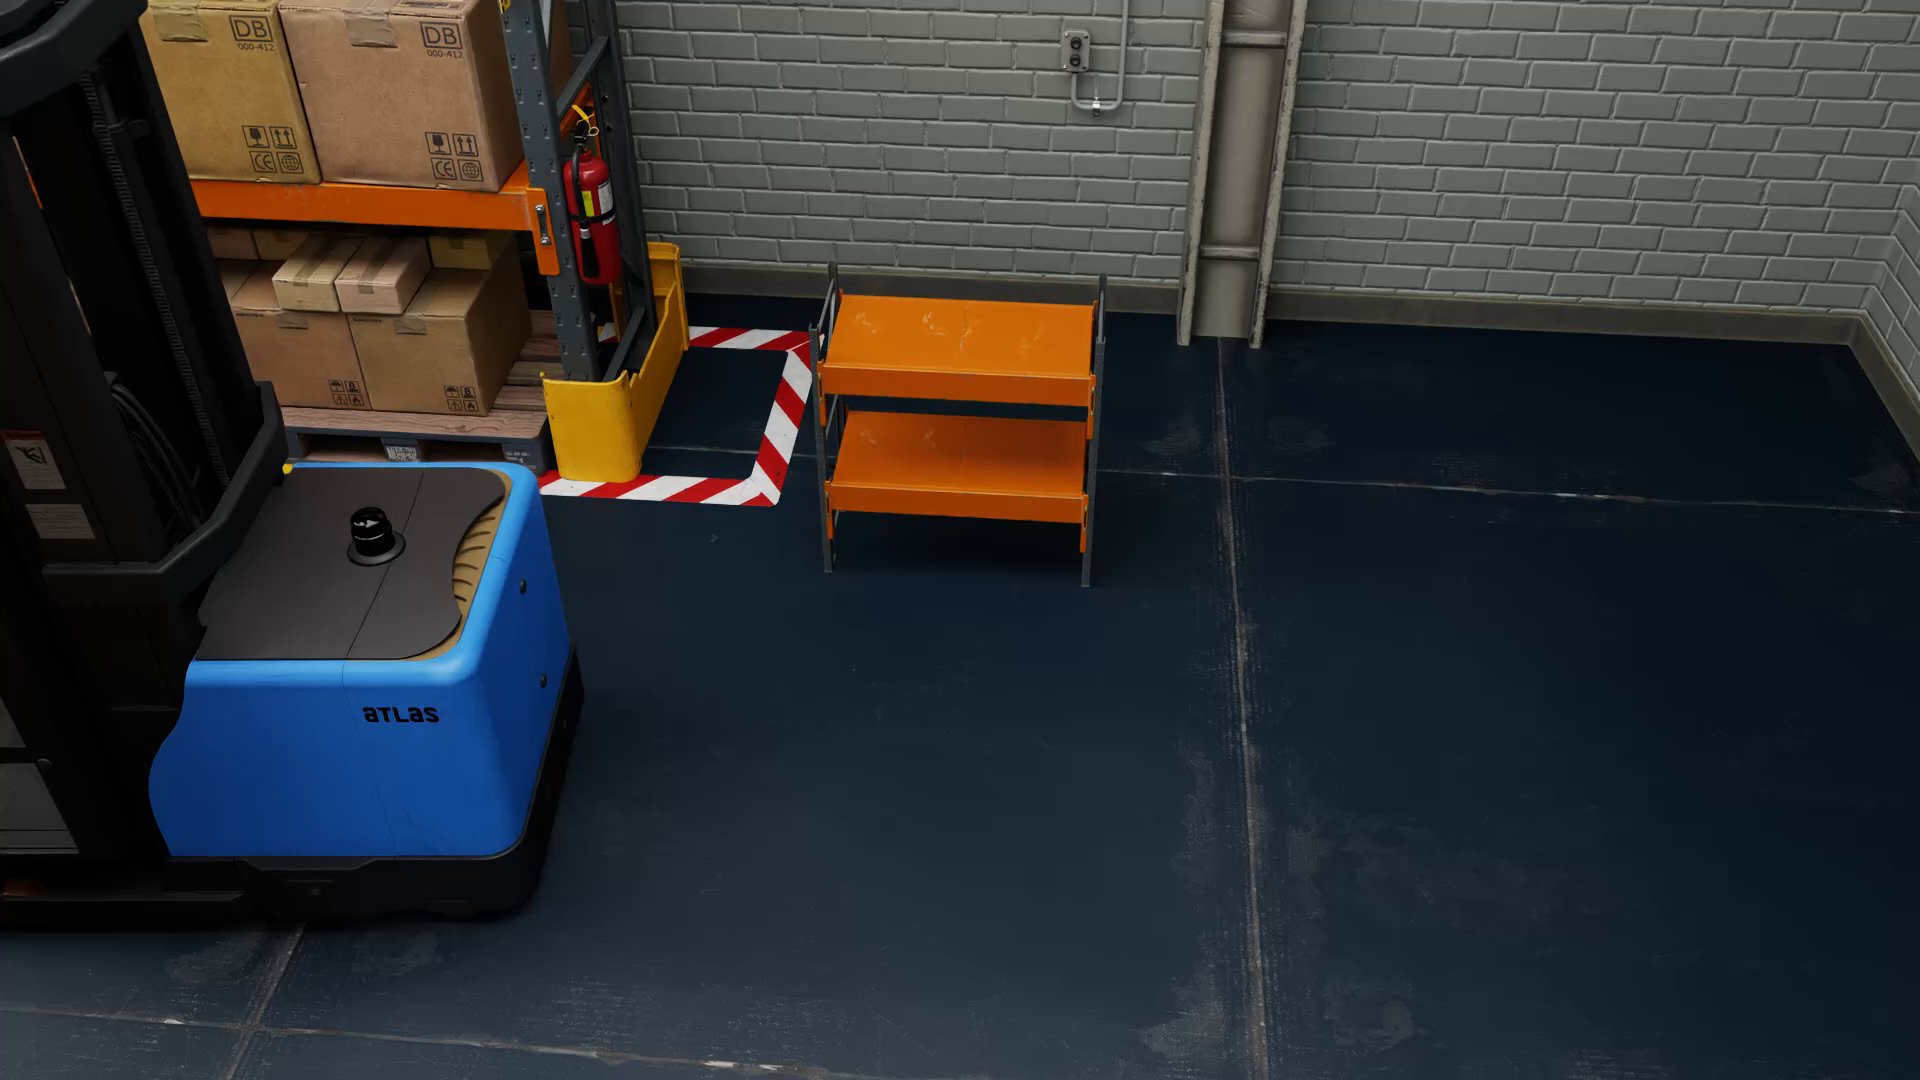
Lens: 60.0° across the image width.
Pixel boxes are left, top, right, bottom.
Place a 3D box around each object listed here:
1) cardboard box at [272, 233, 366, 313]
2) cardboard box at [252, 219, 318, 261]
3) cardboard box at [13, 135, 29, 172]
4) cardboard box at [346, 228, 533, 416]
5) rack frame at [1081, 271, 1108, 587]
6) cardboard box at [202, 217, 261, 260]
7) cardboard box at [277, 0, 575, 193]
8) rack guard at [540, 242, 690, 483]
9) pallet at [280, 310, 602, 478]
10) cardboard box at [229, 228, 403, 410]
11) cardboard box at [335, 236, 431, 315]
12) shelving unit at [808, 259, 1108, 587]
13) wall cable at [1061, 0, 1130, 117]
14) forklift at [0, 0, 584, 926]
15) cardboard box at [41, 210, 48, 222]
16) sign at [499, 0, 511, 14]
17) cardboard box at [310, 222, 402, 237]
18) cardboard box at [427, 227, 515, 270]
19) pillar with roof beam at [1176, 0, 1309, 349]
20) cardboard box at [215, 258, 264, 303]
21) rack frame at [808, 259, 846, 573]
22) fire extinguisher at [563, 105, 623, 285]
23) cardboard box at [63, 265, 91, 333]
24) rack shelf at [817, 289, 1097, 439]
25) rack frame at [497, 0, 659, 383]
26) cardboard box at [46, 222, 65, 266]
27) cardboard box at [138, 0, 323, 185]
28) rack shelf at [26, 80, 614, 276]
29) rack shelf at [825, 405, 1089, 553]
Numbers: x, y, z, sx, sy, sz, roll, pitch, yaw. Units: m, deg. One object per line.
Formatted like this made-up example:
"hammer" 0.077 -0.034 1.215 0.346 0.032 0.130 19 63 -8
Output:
"cardboard box" -2.626 -1.106 6.866 0.250 0.149 0.380 4 39 5
"cardboard box" -2.840 -1.360 7.178 0.250 0.149 0.380 3 39 4
"cardboard box" -3.516 -1.997 6.590 0.700 0.700 0.980 1 39 2
"cardboard box" -2.228 -0.948 7.186 0.500 0.500 0.700 3 39 4
"rack frame" 0.513 -0.408 6.360 0.032 1.125 0.500 3 39 4
"cardboard box" -3.094 -1.373 7.194 0.250 0.149 0.380 4 39 4
"cardboard box" -2.031 -1.917 6.492 0.700 0.700 0.980 5 39 6
"rack guard" -1.498 -0.809 7.347 0.348 0.500 1.175 3 39 4
"pallet" -2.325 -0.692 7.433 1.213 0.211 1.003 3 39 4
"cardboard box" -2.727 -0.975 7.220 0.500 0.500 0.700 3 39 4
"cardboard box" -2.372 -1.092 6.849 0.250 0.149 0.380 3 39 3
"shelving unit" 0.007 -0.436 6.394 1.048 1.125 0.538 3 39 4
"wall cable" -0.165 -2.699 6.885 1.851 1.984 0.084 3 39 4
"forklift" -2.859 -0.254 4.740 3.031 2.935 1.130 0 39 0
"cardboard box" -3.859 -1.414 7.245 0.250 0.149 0.380 4 39 4
"sign" -1.583 -1.980 5.701 0.005 0.325 0.100 3 39 4
"cardboard box" -2.591 -1.346 7.161 0.250 0.149 0.380 3 39 4
"cardboard box" -2.086 -1.319 7.128 0.250 0.149 0.380 3 39 4
"pillar with roof beam" 0.871 -1.796 1.828 0.400 9.000 9.100 3 39 4
"cardboard box" -3.228 -1.002 7.253 0.500 0.500 0.700 2 39 2
"rack frame" -0.500 -0.464 6.428 0.032 1.125 0.500 3 39 4
"fire extinguisher" -1.412 -1.306 6.335 0.183 0.674 0.296 3 39 4
"cardboard box" -3.760 -1.027 7.283 0.500 0.500 0.700 4 39 5
"rack shelf" 0.007 -0.663 6.210 1.000 0.278 0.538 3 39 4
"rack frame" -1.522 -1.779 6.560 0.127 3.000 1.000 3 39 4
"cardboard box" -3.925 -1.175 6.951 0.250 0.149 0.380 2 39 3
"cardboard box" -2.757 -1.950 6.532 0.700 0.700 0.980 3 39 3
"rack shelf" -3.515 -1.609 6.921 4.000 0.370 1.077 3 39 4
"rack shelf" 0.007 -0.246 6.549 1.000 0.278 0.538 3 39 4
